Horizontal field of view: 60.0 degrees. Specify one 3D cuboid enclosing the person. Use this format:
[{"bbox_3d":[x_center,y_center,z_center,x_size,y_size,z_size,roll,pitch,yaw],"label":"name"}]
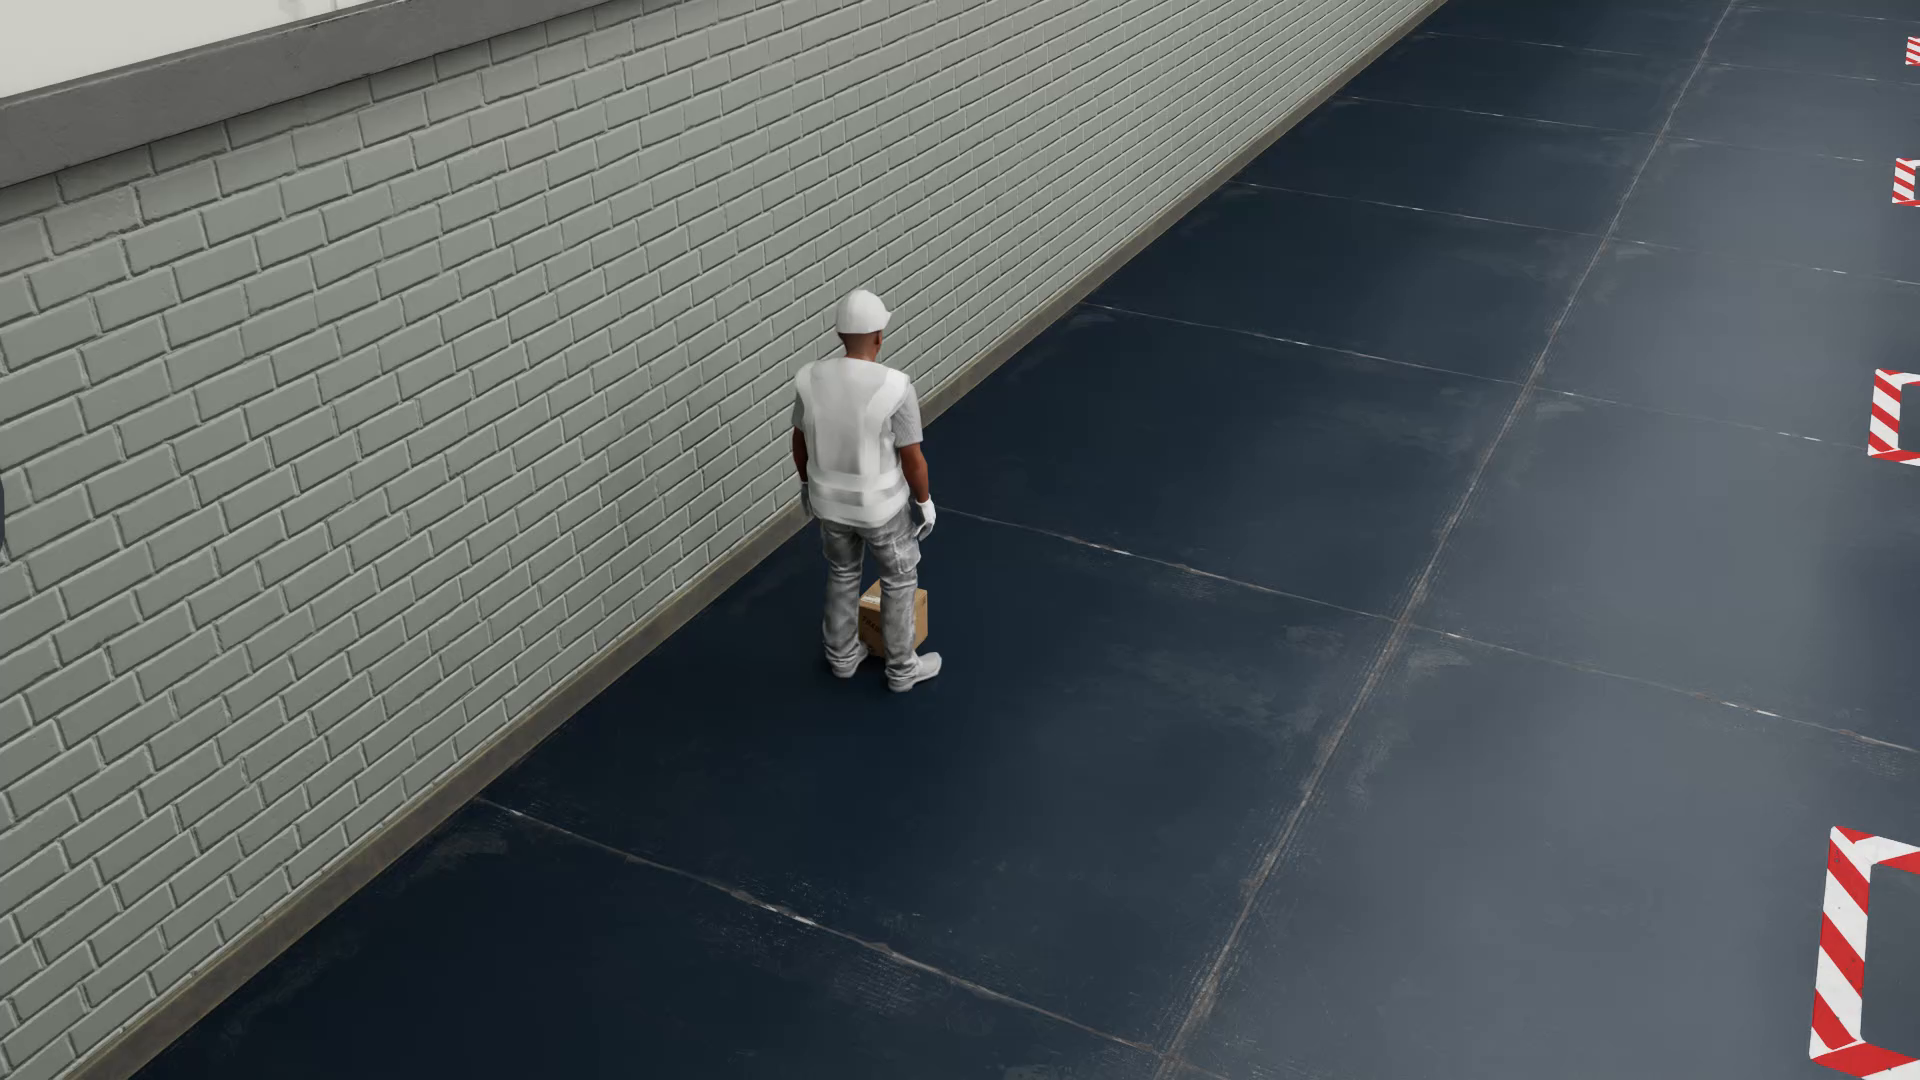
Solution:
[{"bbox_3d":[-0.398,-0.183,7.011,0.619,1.772,0.450,12,32,21],"label":"person"}]
